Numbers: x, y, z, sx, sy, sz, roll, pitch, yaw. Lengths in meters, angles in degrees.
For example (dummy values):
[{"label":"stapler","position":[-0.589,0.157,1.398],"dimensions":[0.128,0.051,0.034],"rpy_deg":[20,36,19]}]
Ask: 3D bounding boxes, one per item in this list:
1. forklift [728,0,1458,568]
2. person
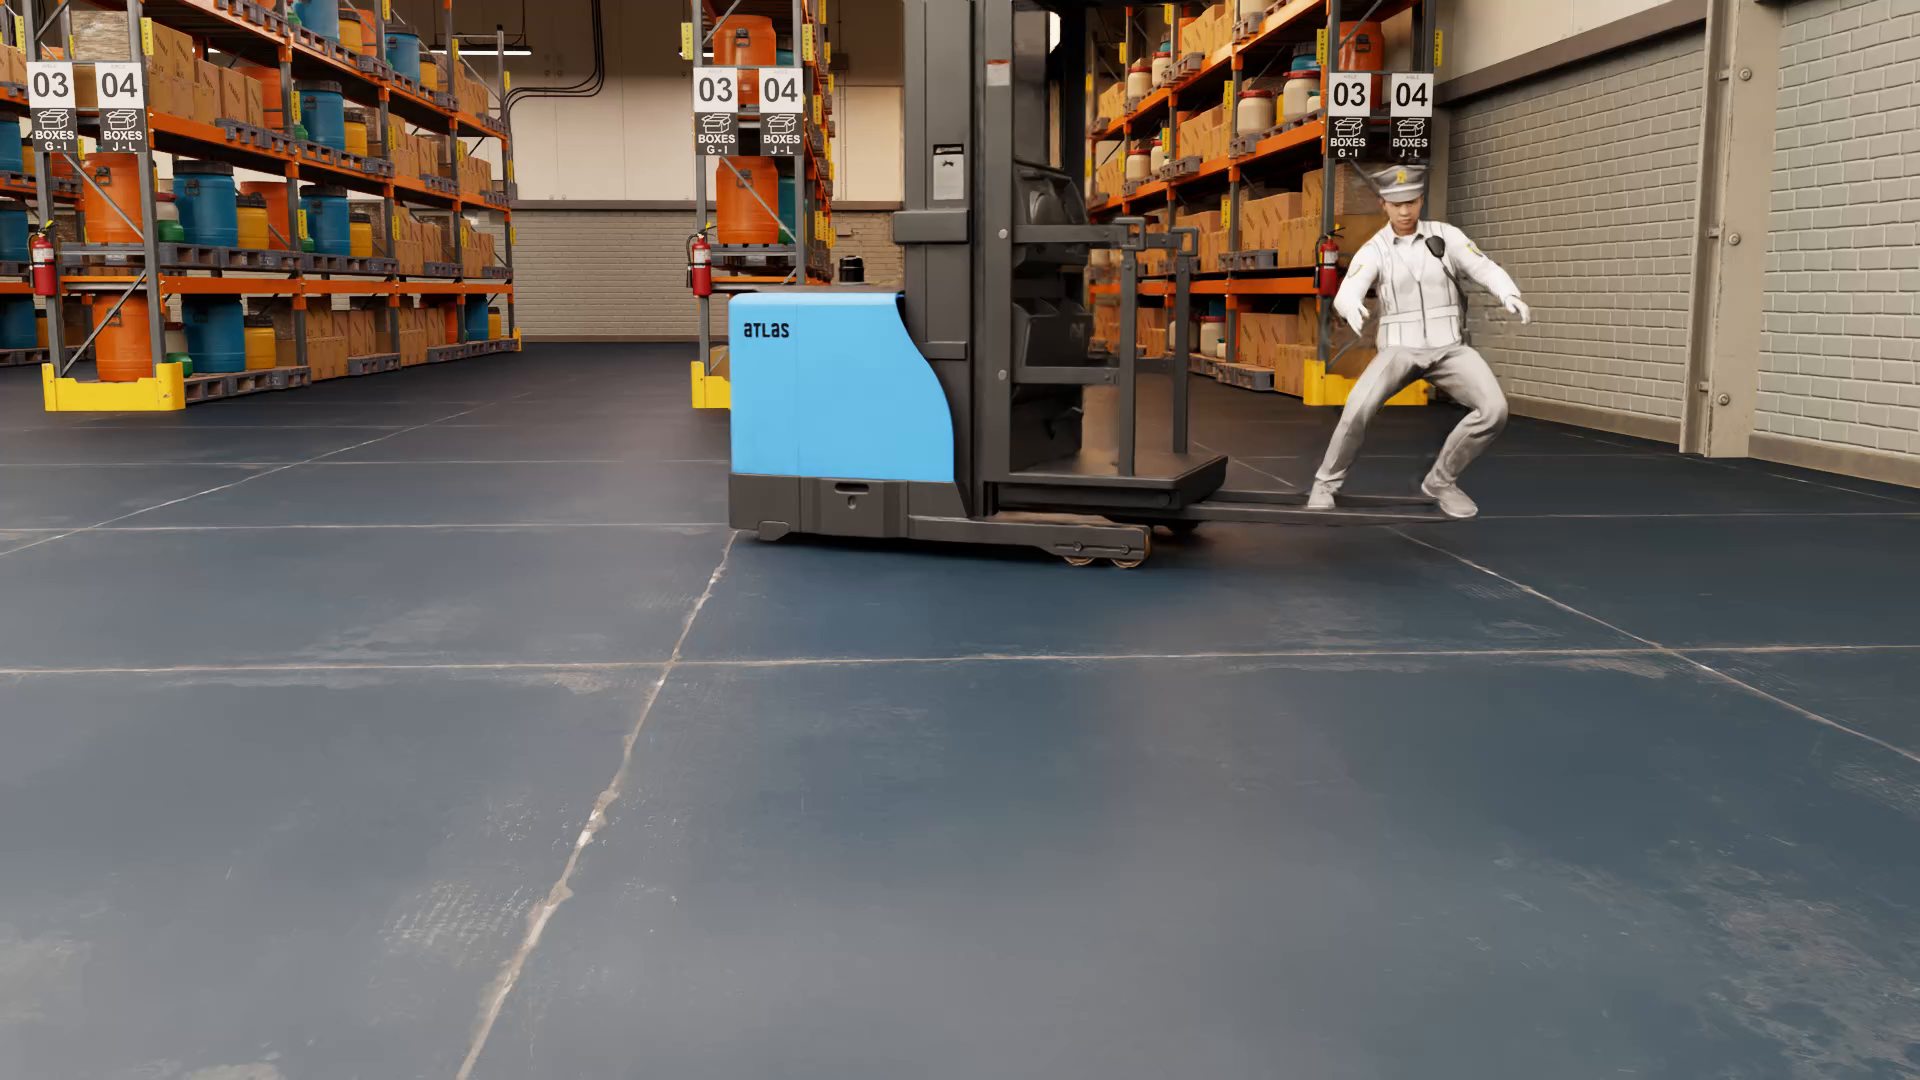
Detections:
[{"label":"forklift","position":[0.571,-1.426,6.932],"dimensions":[3.031,2.935,1.130],"rpy_deg":[3,9,19]},{"label":"person","position":[1.848,-0.803,6.755],"dimensions":[0.847,1.437,0.694],"rpy_deg":[1,9,7]}]
